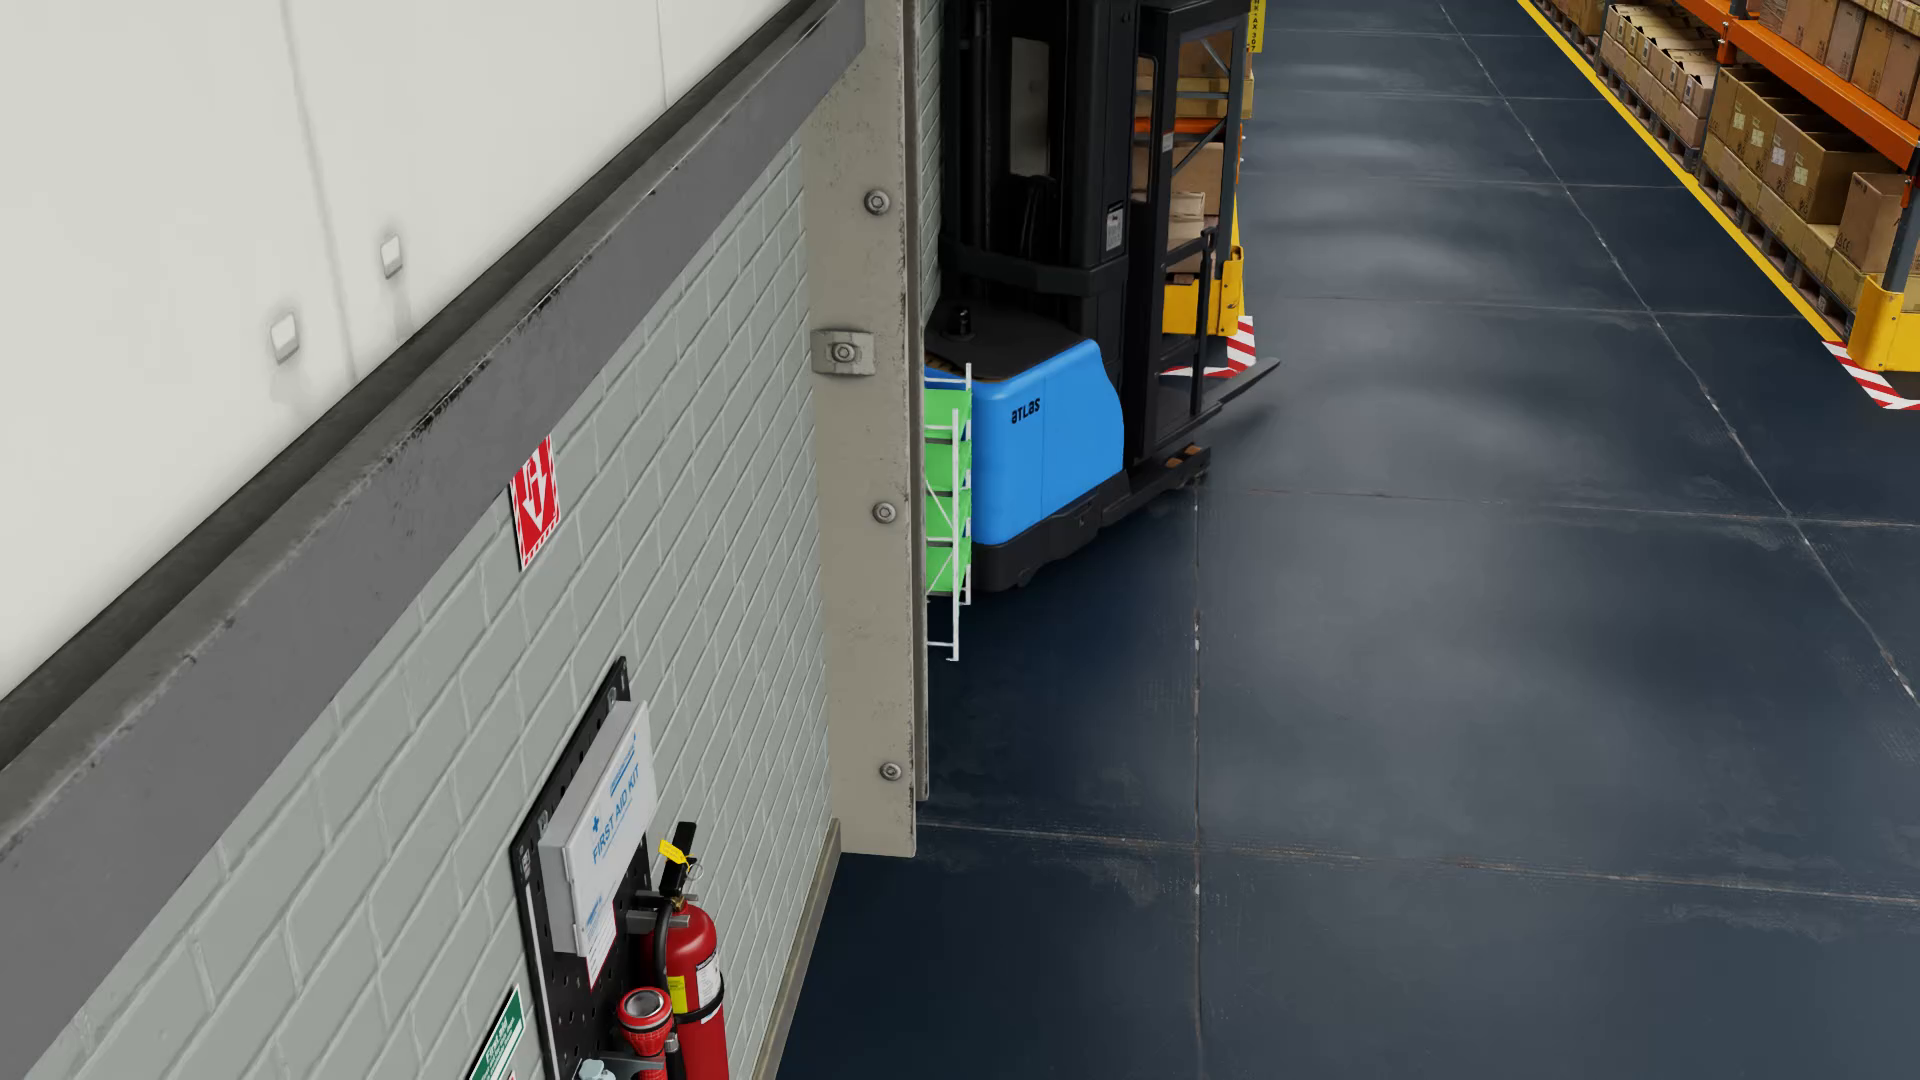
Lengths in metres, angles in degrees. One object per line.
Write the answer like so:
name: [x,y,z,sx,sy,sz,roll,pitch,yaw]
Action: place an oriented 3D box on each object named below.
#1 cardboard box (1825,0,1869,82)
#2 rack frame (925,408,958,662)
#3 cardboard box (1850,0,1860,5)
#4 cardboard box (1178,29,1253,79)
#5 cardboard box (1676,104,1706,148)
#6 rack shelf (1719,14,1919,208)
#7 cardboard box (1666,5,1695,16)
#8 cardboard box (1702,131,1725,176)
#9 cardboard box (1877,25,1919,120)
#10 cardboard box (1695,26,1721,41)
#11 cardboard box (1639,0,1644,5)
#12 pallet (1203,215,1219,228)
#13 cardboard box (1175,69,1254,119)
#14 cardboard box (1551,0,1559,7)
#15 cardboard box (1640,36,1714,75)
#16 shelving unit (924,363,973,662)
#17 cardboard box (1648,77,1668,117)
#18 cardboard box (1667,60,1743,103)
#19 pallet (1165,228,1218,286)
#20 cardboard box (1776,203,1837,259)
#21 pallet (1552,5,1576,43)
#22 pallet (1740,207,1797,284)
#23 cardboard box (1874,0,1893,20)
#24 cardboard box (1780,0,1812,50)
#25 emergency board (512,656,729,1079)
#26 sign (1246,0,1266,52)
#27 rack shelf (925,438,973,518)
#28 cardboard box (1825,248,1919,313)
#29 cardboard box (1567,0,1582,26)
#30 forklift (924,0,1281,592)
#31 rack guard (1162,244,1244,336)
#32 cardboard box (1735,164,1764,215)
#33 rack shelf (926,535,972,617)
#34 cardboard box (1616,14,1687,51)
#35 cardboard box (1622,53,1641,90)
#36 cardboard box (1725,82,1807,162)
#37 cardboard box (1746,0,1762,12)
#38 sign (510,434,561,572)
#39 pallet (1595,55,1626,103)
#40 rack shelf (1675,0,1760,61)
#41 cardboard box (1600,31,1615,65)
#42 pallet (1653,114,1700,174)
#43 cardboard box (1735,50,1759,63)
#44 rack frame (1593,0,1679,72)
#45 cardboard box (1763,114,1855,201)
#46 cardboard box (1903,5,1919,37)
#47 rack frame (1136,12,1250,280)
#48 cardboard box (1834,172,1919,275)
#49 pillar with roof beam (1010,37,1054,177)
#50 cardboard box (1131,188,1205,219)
cardboard box: [6.384,-3.410,11.312,0.700,0.500,0.500,4,29,8]
rack frame: [-0.128,-0.005,6.994,0.240,1.200,0.015,3,28,6]
cardboard box: [6.173,-3.669,11.109,0.380,0.149,0.250,3,28,5]
cardboard box: [1.567,-3.185,10.345,0.500,0.500,0.500,3,28,6]
cardboard box: [6.381,-3.488,14.017,0.500,0.250,0.500,3,28,6]
rack shelf: [6.373,-3.043,11.494,1.077,0.370,4.000,3,28,6]
cardboard box: [7.288,-5.144,16.502,0.500,0.311,0.500,4,29,8]
cardboard box: [6.260,-3.075,13.251,0.500,0.250,0.500,3,28,6]
cardboard box: [6.257,-2.929,10.418,0.700,0.500,0.500,4,29,8]
cardboard box: [7.166,-4.662,15.606,0.500,0.311,0.500,3,28,6]
cardboard box: [7.506,-5.722,17.880,0.500,0.500,0.500,2,28,4]
pallet: [1.507,-2.466,12.604,1.003,0.211,1.213,3,28,6]
cardboard box: [1.586,-2.859,10.530,0.500,0.250,0.500,3,28,5]
cardboard box: [7.174,-6.460,19.250,0.500,0.500,0.500,4,29,7]
cardboard box: [6.569,-4.446,15.205,0.500,0.311,0.500,3,28,6]
shelving unit: [-0.100,-0.120,7.207,0.258,1.200,0.503,3,28,6]
cardboard box: [6.507,-3.966,14.906,0.500,0.250,0.500,4,29,7]
cardboard box: [6.440,-3.975,14.331,0.500,0.311,0.500,4,29,8]
pallet: [1.355,-1.893,11.541,1.003,0.211,1.213,3,28,6]
cardboard box: [6.009,-2.134,11.505,0.500,0.250,0.500,3,28,6]
pallet: [7.389,-5.878,18.939,1.003,0.211,1.213,3,28,6]
pallet: [6.332,-2.126,11.973,1.003,0.211,1.213,3,28,6]
cardboard box: [6.112,-3.424,10.655,0.380,0.149,0.250,4,29,8]
cardboard box: [6.511,-3.887,12.198,0.700,0.500,0.500,3,28,6]
emergency board: [-0.638,0.901,3.415,0.194,1.169,0.643,3,28,6]
sign: [1.749,-3.054,9.844,0.100,0.325,0.005,3,28,6]
rack shelf: [-0.100,-0.275,7.123,0.258,0.148,0.480,3,28,6]
cardboard box: [5.900,-1.662,10.629,0.500,0.250,0.500,3,28,6]
cardboard box: [7.053,-5.975,18.349,0.500,0.500,0.500,2,28,4]
forklift: [0.683,-1.683,8.285,1.130,2.935,3.031,20,34,33]
rack guard: [1.220,-1.640,10.767,1.175,0.500,0.348,3,28,6]
cardboard box: [6.127,-2.605,12.379,0.500,0.250,0.500,3,28,6]
rack shelf: [-0.100,0.148,7.351,0.258,0.148,0.480,3,28,6]
cardboard box: [6.696,-4.928,16.100,0.500,0.311,0.500,3,28,5]
cardboard box: [6.634,-4.447,15.799,0.500,0.250,0.500,3,28,5]
cardboard box: [6.197,-3.170,12.637,0.500,0.500,0.500,3,28,6]
cardboard box: [6.635,-4.470,13.542,0.500,0.250,0.500,5,29,9]
sign: [-0.738,-0.121,2.869,0.001,0.298,0.199,3,28,6]
pallet: [6.968,-4.571,16.513,1.003,0.211,1.213,3,28,6]
rack shelf: [6.863,-4.926,14.989,1.077,0.370,4.000,3,28,6]
cardboard box: [6.752,-4.929,16.693,0.500,0.250,0.500,3,28,6]
pallet: [6.669,-3.423,14.381,1.003,0.211,1.213,3,28,6]
cardboard box: [7.044,-4.182,14.714,0.500,0.311,0.500,2,28,5]
rack frame: [7.108,-6.184,16.566,1.000,3.000,0.127,3,28,6]
cardboard box: [6.068,-2.699,11.764,0.500,0.500,0.500,3,28,6]
cardboard box: [6.047,-3.183,10.205,0.380,0.149,0.250,3,28,5]
rack frame: [1.211,-2.705,10.107,1.000,3.000,0.127,3,28,6]
cardboard box: [5.898,-1.993,10.452,0.500,0.500,0.500,3,28,6]
pillar with roof beam: [4.710,-5.475,8.925,9.100,9.000,0.400,3,28,6]
cardboard box: [1.455,-2.303,11.734,0.500,0.311,0.500,6,29,10]
